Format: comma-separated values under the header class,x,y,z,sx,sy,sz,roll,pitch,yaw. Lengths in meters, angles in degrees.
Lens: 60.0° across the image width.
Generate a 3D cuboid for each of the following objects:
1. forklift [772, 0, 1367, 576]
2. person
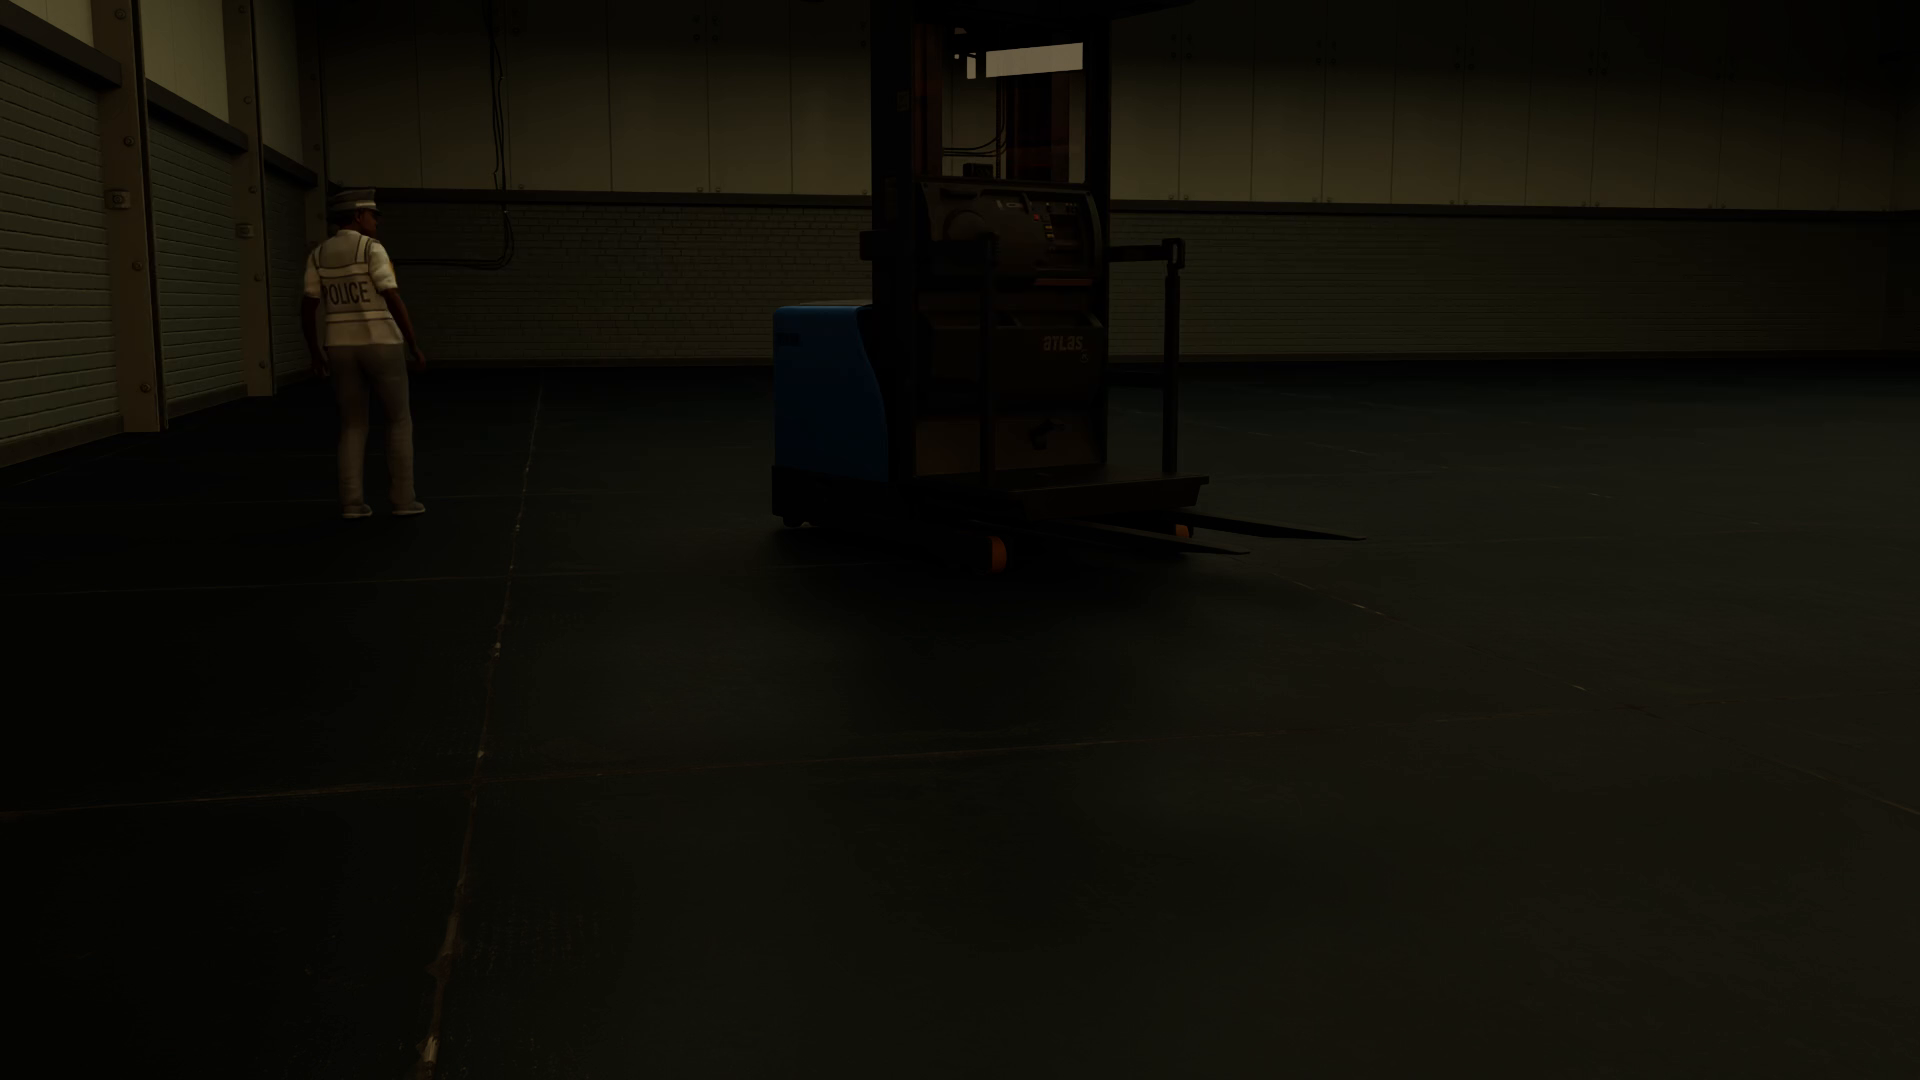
class,x,y,z,sx,sy,sz,roll,pitch,yaw
forklift,0.355,-1.383,7.015,1.130,2.935,3.031,-6,10,-35
person,-3.001,-0.945,8.467,0.623,1.665,0.438,1,8,6
